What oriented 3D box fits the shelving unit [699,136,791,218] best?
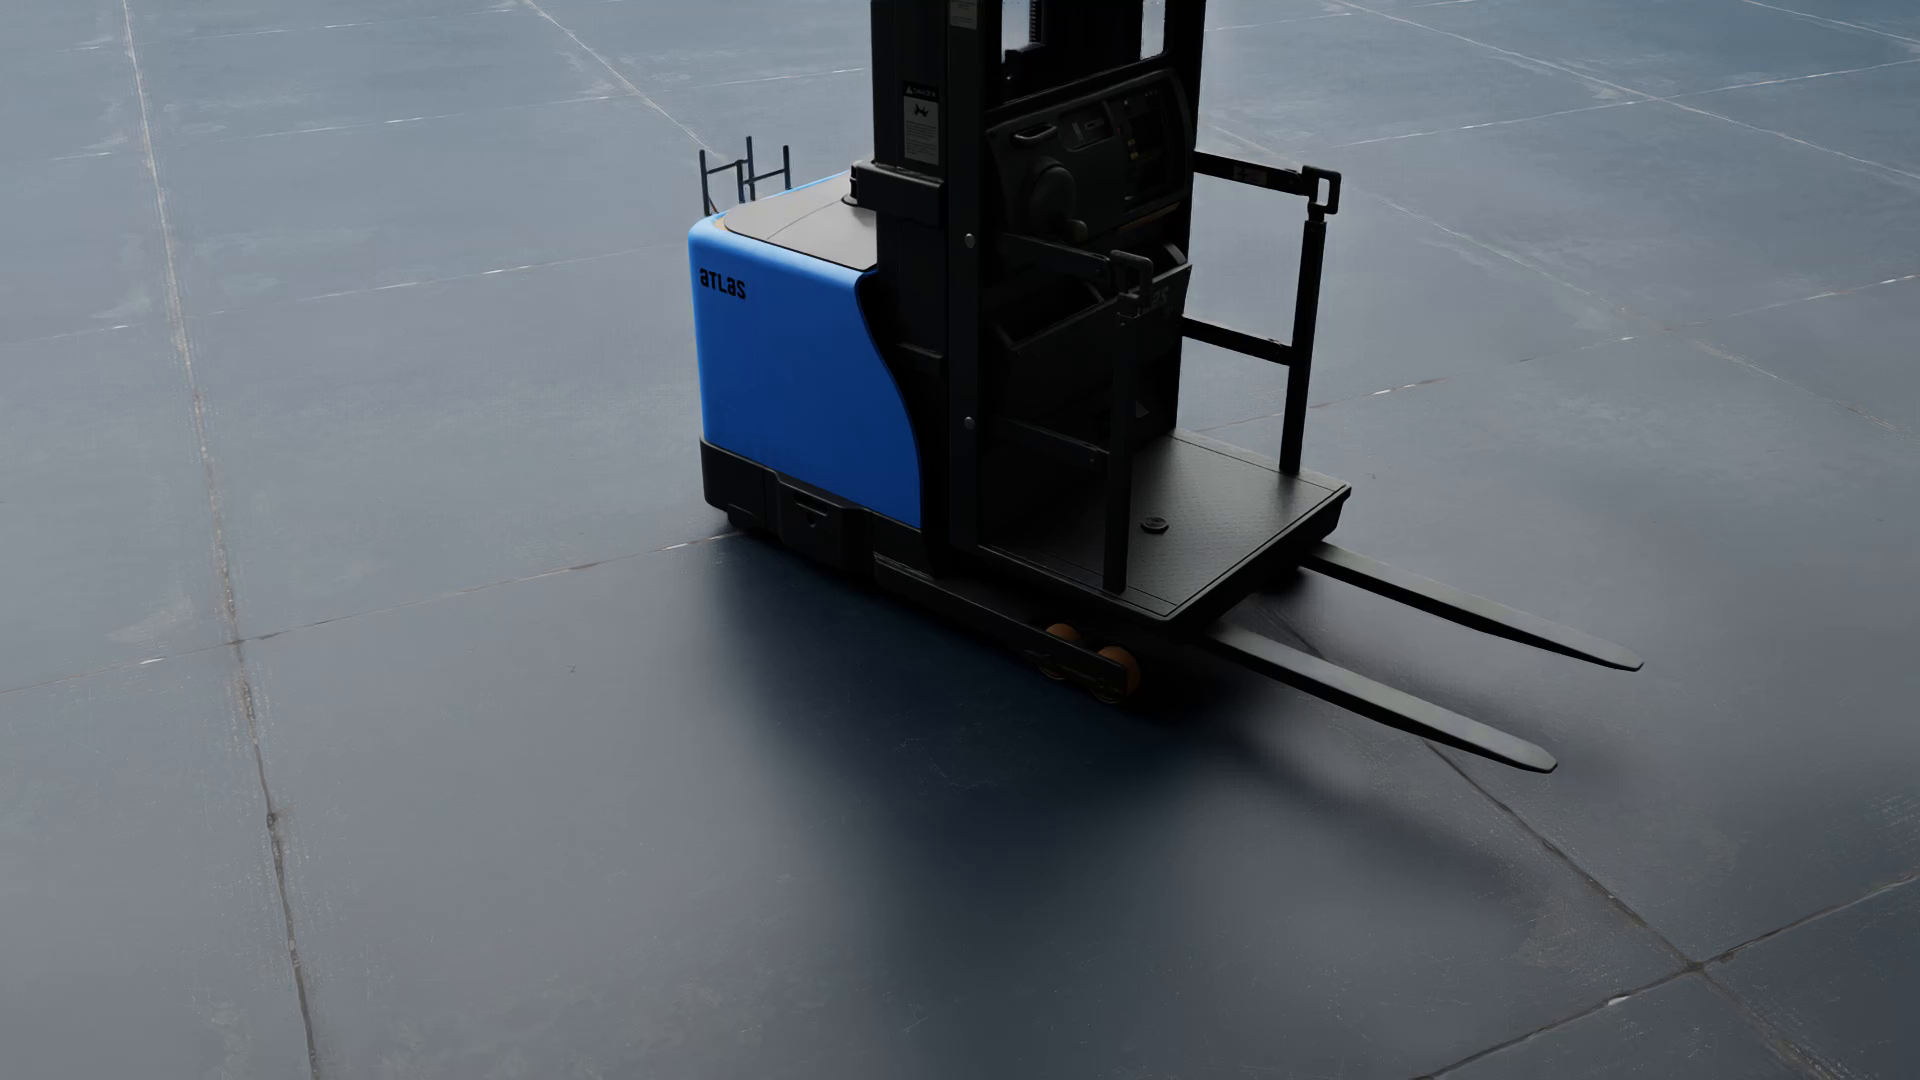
[{"bbox_3d":[-0.735,-0.817,5.978,0.189,1.200,0.258,22,36,35],"label":"shelving unit"}]

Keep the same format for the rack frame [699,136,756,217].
[{"bbox_3d":[-0.805,-0.845,6.030,0.006,1.200,0.240,22,36,35],"label":"rack frame"}]

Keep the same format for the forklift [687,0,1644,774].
[{"bbox_3d":[0.552,-1.090,4.697,3.031,2.935,1.130,22,36,34],"label":"forklift"}]

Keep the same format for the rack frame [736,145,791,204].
[{"bbox_3d":[-0.665,-0.788,5.926,0.006,1.200,0.240,22,36,35],"label":"rack frame"}]
